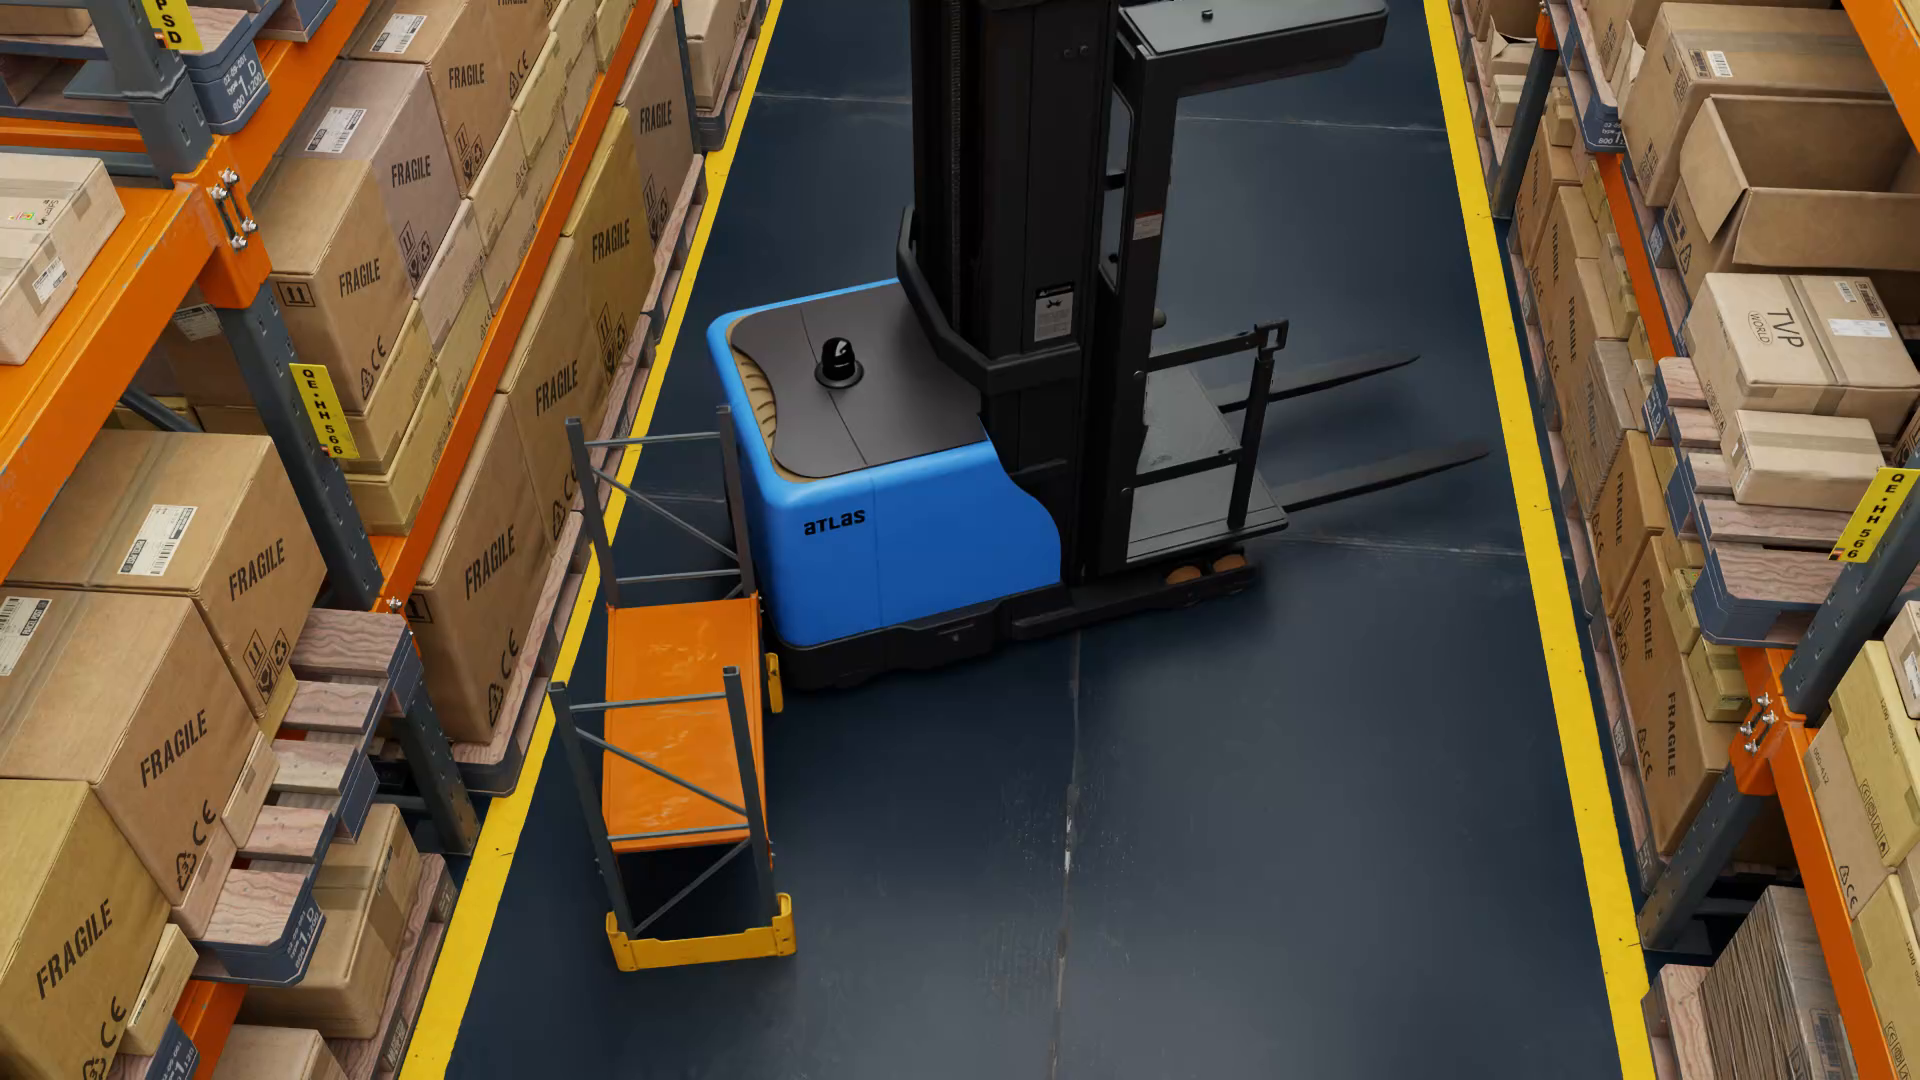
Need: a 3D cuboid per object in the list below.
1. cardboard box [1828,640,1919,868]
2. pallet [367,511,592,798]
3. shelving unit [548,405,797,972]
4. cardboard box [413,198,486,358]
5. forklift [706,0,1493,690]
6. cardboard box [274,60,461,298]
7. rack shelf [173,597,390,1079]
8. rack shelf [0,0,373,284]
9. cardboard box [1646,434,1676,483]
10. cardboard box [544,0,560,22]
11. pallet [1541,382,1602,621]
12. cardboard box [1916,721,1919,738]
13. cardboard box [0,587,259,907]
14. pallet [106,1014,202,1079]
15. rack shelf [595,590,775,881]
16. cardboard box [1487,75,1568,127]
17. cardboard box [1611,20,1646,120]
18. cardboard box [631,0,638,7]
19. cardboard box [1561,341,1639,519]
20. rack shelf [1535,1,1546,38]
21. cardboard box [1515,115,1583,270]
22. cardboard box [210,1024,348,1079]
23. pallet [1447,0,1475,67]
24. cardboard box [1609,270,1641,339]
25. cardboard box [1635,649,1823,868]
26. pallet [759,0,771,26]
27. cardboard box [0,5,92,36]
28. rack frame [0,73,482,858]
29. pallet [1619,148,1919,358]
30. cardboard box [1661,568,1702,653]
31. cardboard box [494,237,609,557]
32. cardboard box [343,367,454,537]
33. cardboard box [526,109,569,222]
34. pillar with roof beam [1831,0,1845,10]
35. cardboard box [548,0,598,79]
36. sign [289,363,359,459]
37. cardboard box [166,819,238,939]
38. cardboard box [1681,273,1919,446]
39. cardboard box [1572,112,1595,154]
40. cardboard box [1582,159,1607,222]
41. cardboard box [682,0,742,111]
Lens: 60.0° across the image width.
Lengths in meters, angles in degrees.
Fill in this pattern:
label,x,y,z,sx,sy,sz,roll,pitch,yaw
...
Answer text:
label,x,y,z,sx,sy,sz,roll,pitch,yaw
cardboard box,2.454,0.527,3.998,0.500,0.250,0.500,4,48,3
pallet,-2.034,0.373,6.266,1.003,0.211,1.213,4,48,4
shelving unit,-0.893,0.491,5.285,0.587,1.500,1.083,-5,48,-4
cardboard box,-1.841,-0.848,5.256,0.500,0.250,0.500,5,48,4
forklift,0.638,-1.086,5.757,3.031,2.935,1.130,-14,49,-12
cardboard box,-1.857,-1.077,4.957,0.500,0.500,0.500,4,48,4
rack shelf,-2.363,1.718,3.633,1.077,0.370,4.000,4,48,4
rack shelf,-1.999,-2.234,5.215,1.077,0.370,4.000,4,48,4
cardboard box,2.709,-0.328,5.987,0.380,0.149,0.250,3,48,3
cardboard box,-1.713,-2.208,5.991,0.500,0.500,0.500,5,48,5
pallet,2.982,-0.162,6.755,1.003,0.211,1.213,4,48,4
cardboard box,2.417,0.495,3.757,0.380,0.149,0.250,5,48,4
cardboard box,-1.982,0.463,3.740,0.500,0.500,0.500,3,48,3
pallet,-2.321,1.528,3.450,1.003,0.211,1.213,4,48,4
rack shelf,-0.892,0.619,5.411,0.538,0.185,1.000,-5,48,-4
cardboard box,2.885,-2.211,8.387,0.380,0.149,0.250,3,48,2
cardboard box,2.618,-1.704,6.082,0.396,0.266,0.258,6,48,5
cardboard box,-1.606,-2.536,7.139,0.500,0.250,0.500,3,48,3
cardboard box,2.717,-0.421,6.512,0.500,0.500,0.500,2,48,2
rack shelf,3.309,-3.829,8.707,1.077,0.370,4.000,4,48,4
cardboard box,2.859,-1.560,7.554,0.500,0.500,0.500,6,48,5
cardboard box,-2.302,1.708,4.651,0.950,0.372,0.625,3,48,3
pallet,3.299,-3.065,9.410,1.003,0.211,1.213,4,48,4
cardboard box,2.773,-0.910,6.519,0.380,0.149,0.250,5,48,5
cardboard box,2.587,0.713,5.474,0.500,0.500,0.500,5,48,5
pallet,-1.561,-3.445,9.758,1.003,0.211,1.213,4,48,4
cardboard box,-2.297,-1.470,3.675,0.797,0.503,0.637,1,48,1
rack frame,-2.181,0.006,4.712,1.000,3.000,0.127,4,48,4
pallet,2.935,-1.028,5.787,1.003,0.211,1.213,4,48,4
cardboard box,2.549,0.237,5.470,0.380,0.149,0.250,2,48,2
cardboard box,-1.950,-0.576,6.399,0.875,0.875,0.875,4,48,4
cardboard box,-1.886,-0.286,5.081,0.500,0.250,0.500,3,48,3
cardboard box,-1.761,-1.413,6.111,0.500,0.250,0.500,4,48,4
pillar with roof beam,-0.199,-5.368,5.561,9.100,9.000,0.400,4,48,4
cardboard box,-1.694,-1.963,6.275,0.500,0.250,0.500,5,48,4
sign,-1.640,-0.329,4.287,0.100,0.325,0.005,4,48,4
cardboard box,-1.938,0.780,3.890,0.380,0.149,0.250,2,48,2
cardboard box,2.536,-0.551,5.039,0.500,0.250,0.500,2,48,2
cardboard box,2.853,-1.780,7.114,0.380,0.149,0.250,2,48,2
cardboard box,2.869,-1.476,7.037,0.380,0.149,0.250,2,48,2
cardboard box,-1.652,-2.665,8.606,0.875,0.438,0.875,3,48,3
